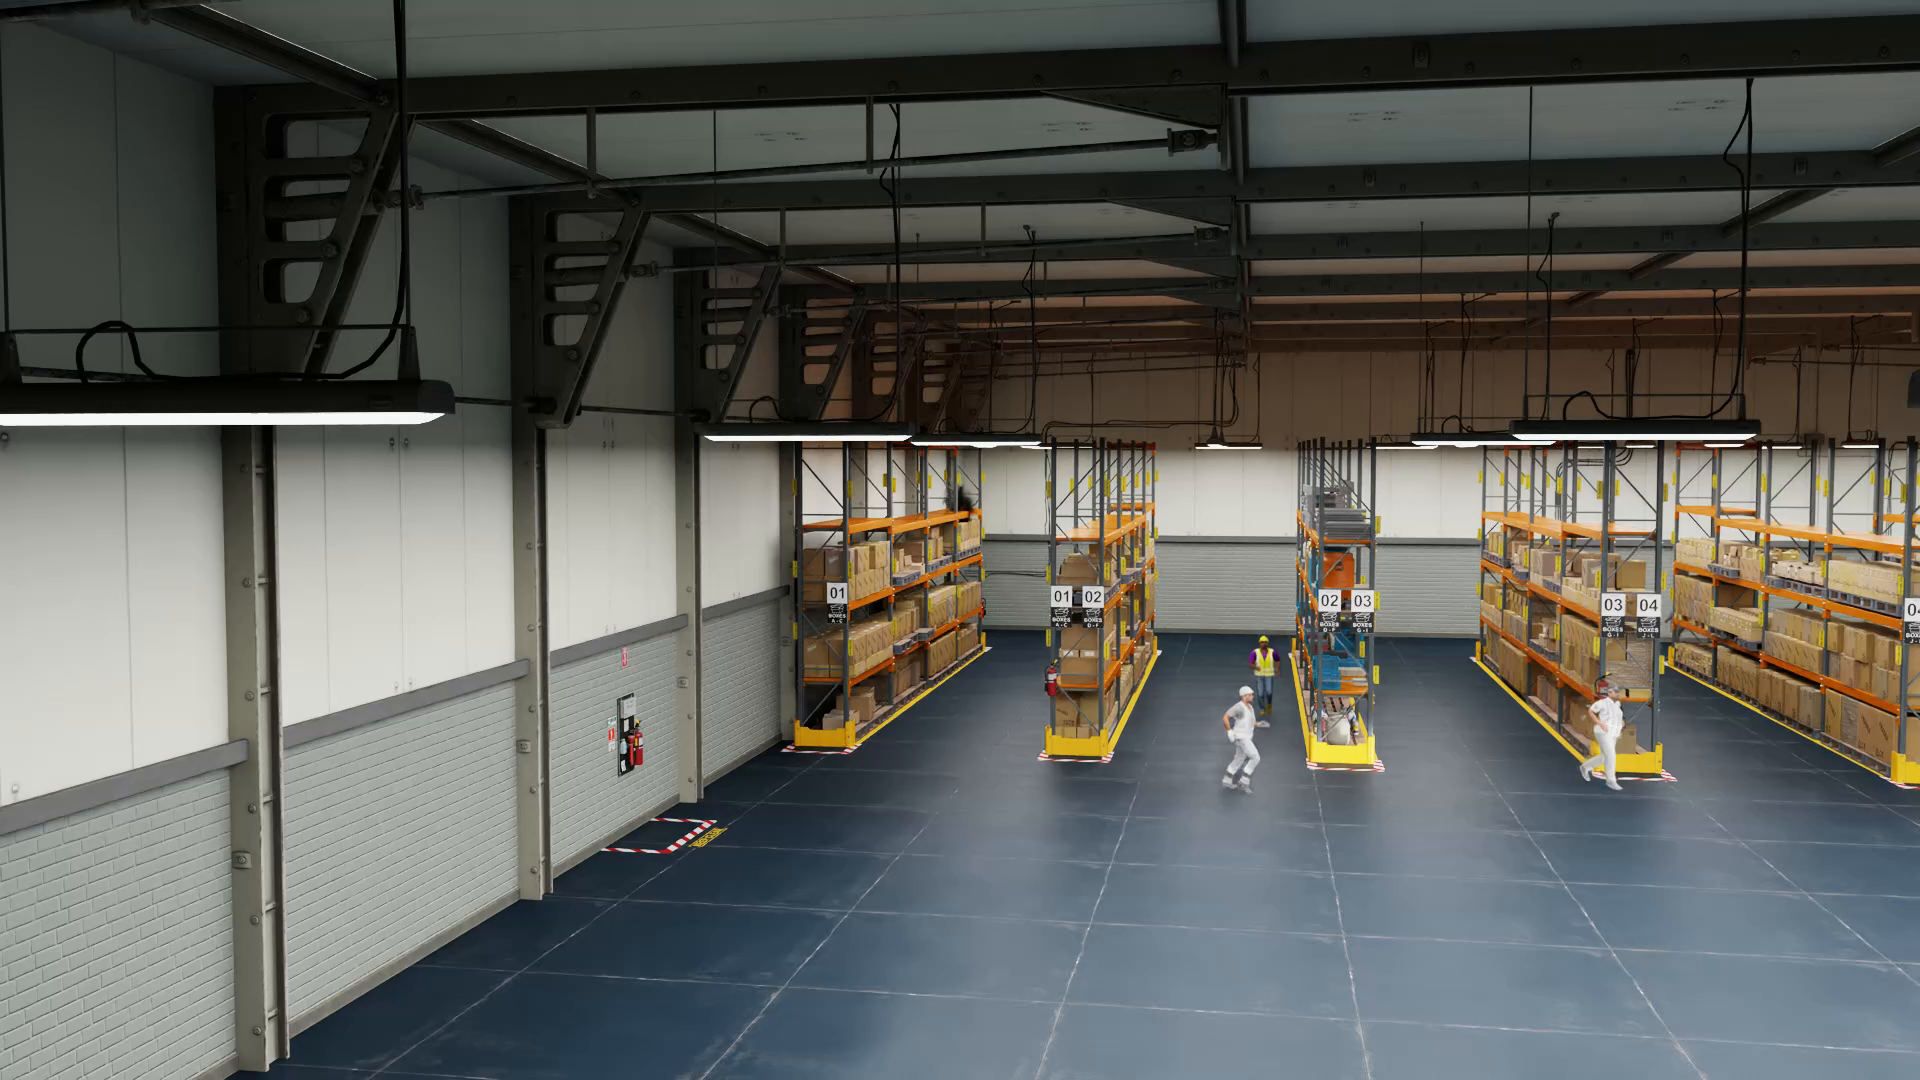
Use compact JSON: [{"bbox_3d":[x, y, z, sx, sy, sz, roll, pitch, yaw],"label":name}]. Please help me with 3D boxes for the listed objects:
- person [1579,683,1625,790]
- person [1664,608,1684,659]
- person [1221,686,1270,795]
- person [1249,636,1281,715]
[{"bbox_3d":[11.140,3.346,28.628,0.697,1.781,0.903,-2,4,-35],"label":"person"},{"bbox_3d":[19.909,2.462,46.118,0.902,1.655,0.587,-1,3,-19],"label":"person"},{"bbox_3d":[4.772,3.354,27.859,0.822,1.812,0.643,2,3,26],"label":"person"},{"bbox_3d":[6.586,2.945,35.950,0.686,1.725,0.617,1,3,10],"label":"person"}]
